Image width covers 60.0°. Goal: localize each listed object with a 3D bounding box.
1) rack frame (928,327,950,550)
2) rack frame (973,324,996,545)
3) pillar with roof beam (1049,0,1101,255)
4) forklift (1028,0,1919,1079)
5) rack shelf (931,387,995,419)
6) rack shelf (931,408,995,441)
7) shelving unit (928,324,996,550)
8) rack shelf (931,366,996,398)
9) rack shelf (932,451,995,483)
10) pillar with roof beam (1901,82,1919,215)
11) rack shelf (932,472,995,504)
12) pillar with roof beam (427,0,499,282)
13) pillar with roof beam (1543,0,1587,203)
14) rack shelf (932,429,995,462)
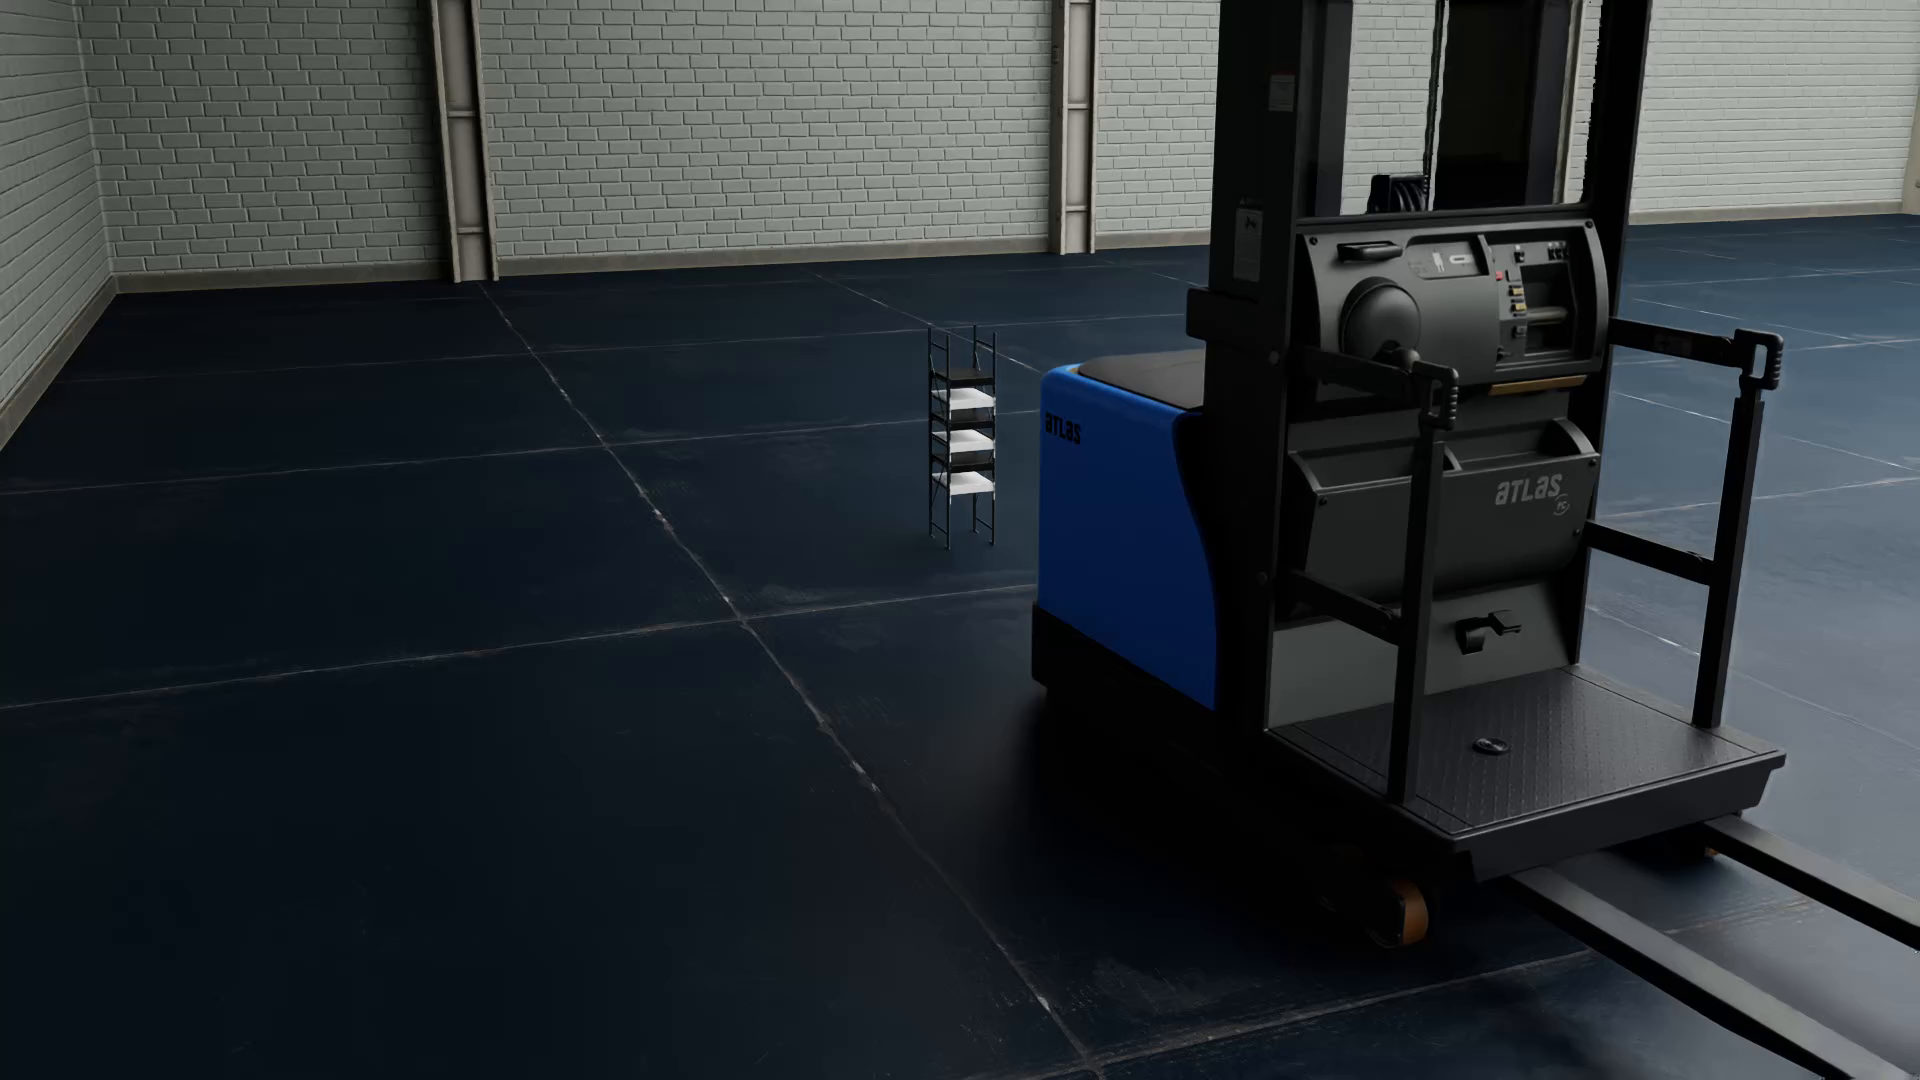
[{"bbox_3d":[-0.087,-0.422,6.939,0.006,0.900,0.240,-6,17,-20],"label":"rack frame"},{"bbox_3d":[0.103,-0.443,7.009,0.006,0.900,0.240,-6,17,-20],"label":"rack frame"},{"bbox_3d":[2.700,-6.179,12.168,0.400,9.000,9.100,-6,17,-20],"label":"pillar with roof beam"},{"bbox_3d":[1.323,-0.604,3.954,1.130,2.935,3.031,-8,18,-25],"label":"forklift"},{"bbox_3d":[0.008,-0.573,6.933,0.200,0.077,0.258,-6,17,-20],"label":"rack shelf"},{"bbox_3d":[0.008,-0.487,6.958,0.200,0.077,0.258,-6,17,-20],"label":"rack shelf"},{"bbox_3d":[0.008,-0.433,6.974,0.210,0.900,0.258,-6,17,-20],"label":"shelving unit"},{"bbox_3d":[0.008,-0.660,6.908,0.200,0.077,0.258,-6,17,-20],"label":"rack shelf"},{"bbox_3d":[0.008,-0.314,7.009,0.200,0.077,0.258,-6,17,-20],"label":"rack shelf"},{"bbox_3d":[13.906,-7.389,16.288,0.400,9.000,9.100,-6,17,-20],"label":"pillar with roof beam"},{"bbox_3d":[0.008,-0.228,7.034,0.200,0.077,0.258,-6,17,-20],"label":"rack shelf"},{"bbox_3d":[-2.902,-5.574,10.108,0.400,9.000,9.100,-6,17,-20],"label":"pillar with roof beam"},{"bbox_3d":[8.303,-6.784,14.228,0.400,9.000,9.100,-6,17,-20],"label":"pillar with roof beam"},{"bbox_3d":[0.008,-0.401,6.984,0.200,0.077,0.258,-6,17,-20],"label":"rack shelf"}]
